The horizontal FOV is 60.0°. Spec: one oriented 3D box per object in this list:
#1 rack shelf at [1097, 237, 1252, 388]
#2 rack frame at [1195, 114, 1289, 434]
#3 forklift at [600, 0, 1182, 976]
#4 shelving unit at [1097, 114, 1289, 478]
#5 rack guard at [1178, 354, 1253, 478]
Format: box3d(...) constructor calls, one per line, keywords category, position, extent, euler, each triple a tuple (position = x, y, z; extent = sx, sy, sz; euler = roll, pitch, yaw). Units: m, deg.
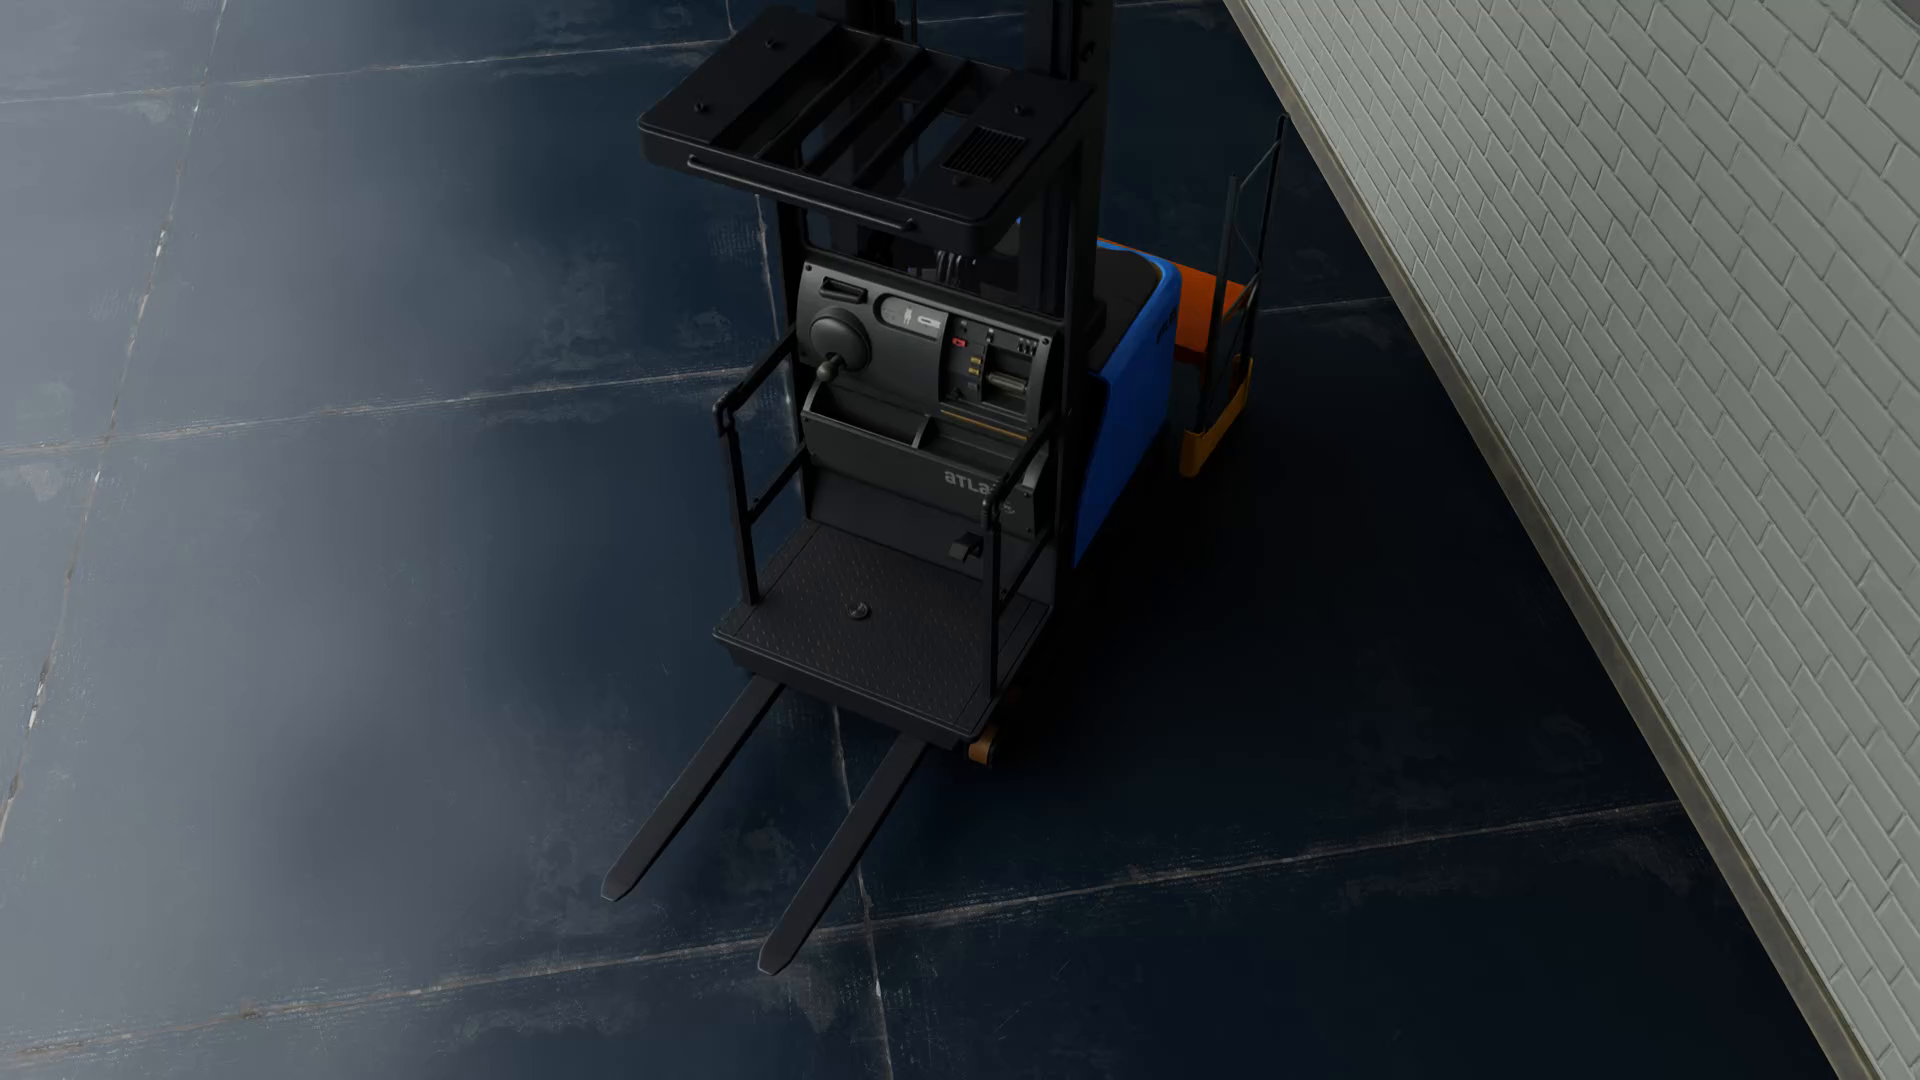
box3d(category="rack shelf", position=(0.700, -1.035, 7.148), extent=(1.000, 0.185, 0.538), euler=(23, 50, 20))
box3d(category="rack frame", position=(1.139, -0.975, 6.841), extent=(0.032, 1.500, 0.500), euler=(23, 50, 20))
box3d(category="forklift", position=(-0.222, -0.557, 5.444), extent=(1.130, 2.935, 3.031), euler=(20, 49, 18))
box3d(category="shelving unit", position=(0.692, -1.163, 7.022), extent=(1.083, 1.500, 0.587), euler=(23, 50, 20))
box3d(category="rack guard", position=(1.122, -0.548, 7.298), extent=(0.087, 0.250, 0.587), euler=(23, 50, 20))
